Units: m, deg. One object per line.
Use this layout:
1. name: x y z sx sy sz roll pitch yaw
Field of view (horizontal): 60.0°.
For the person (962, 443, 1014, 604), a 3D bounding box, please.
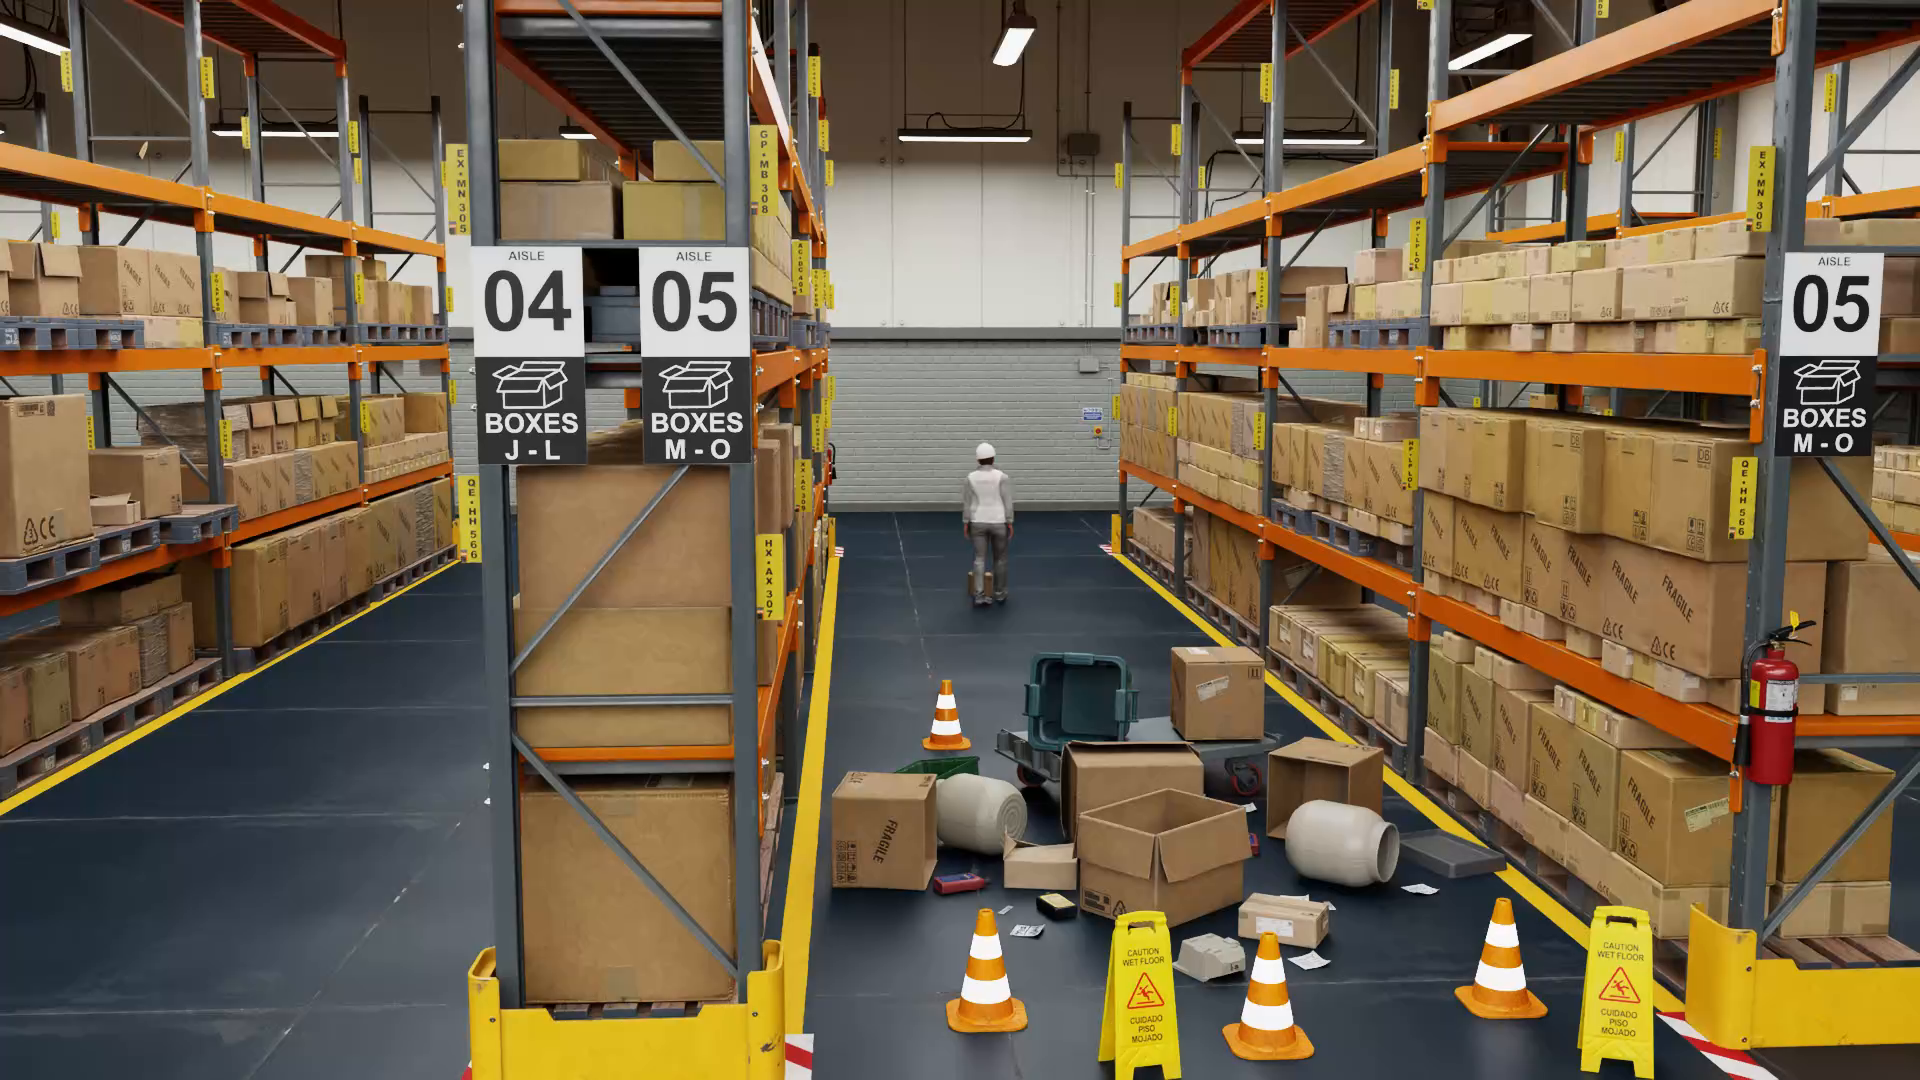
1. person: 0.321 -0.189 18.230 0.572 1.763 0.743 1 7 10
